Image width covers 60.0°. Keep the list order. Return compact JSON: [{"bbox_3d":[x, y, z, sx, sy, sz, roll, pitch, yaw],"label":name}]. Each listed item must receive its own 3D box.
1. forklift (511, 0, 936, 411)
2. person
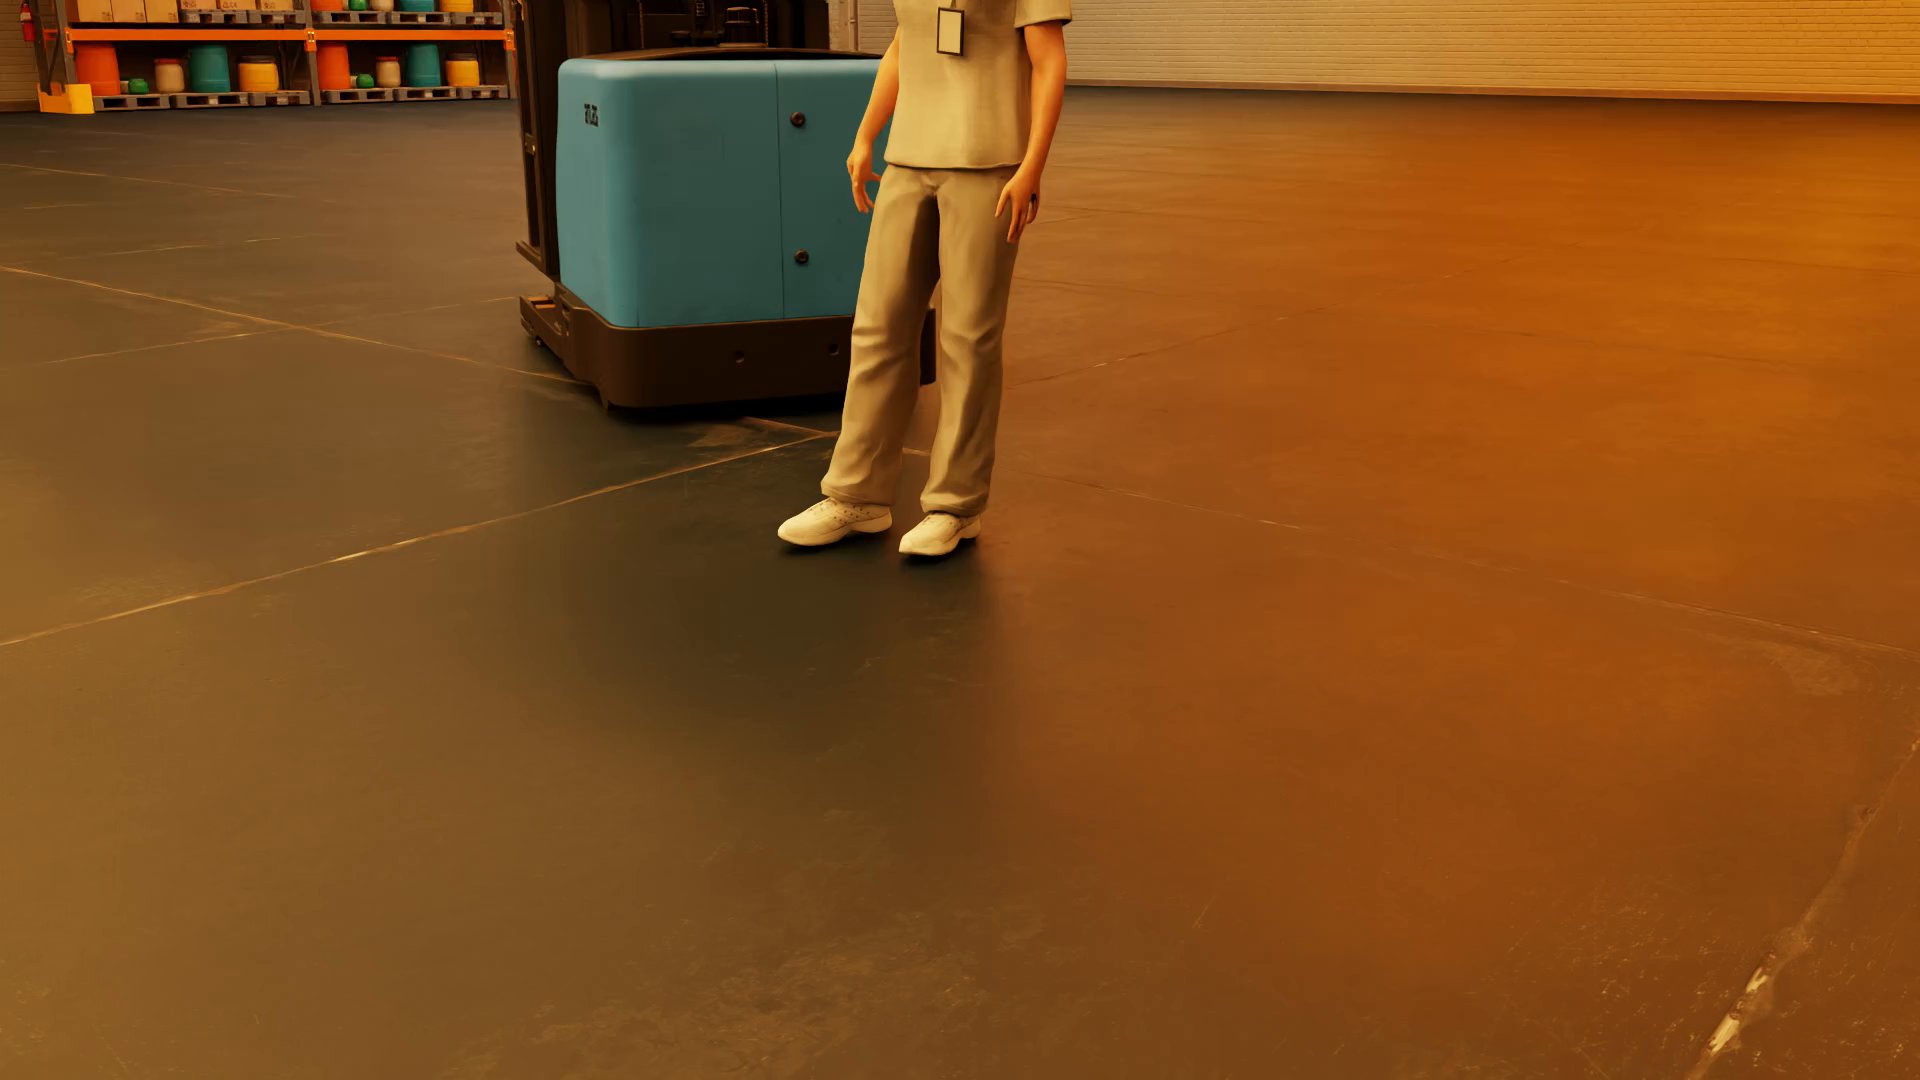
[{"bbox_3d":[-1.097,-2.186,6.096,1.130,2.935,3.031,-7,18,-21],"label":"forklift"},{"bbox_3d":[-0.057,-0.795,3.650,0.549,1.675,0.549,13,21,37],"label":"person"}]
